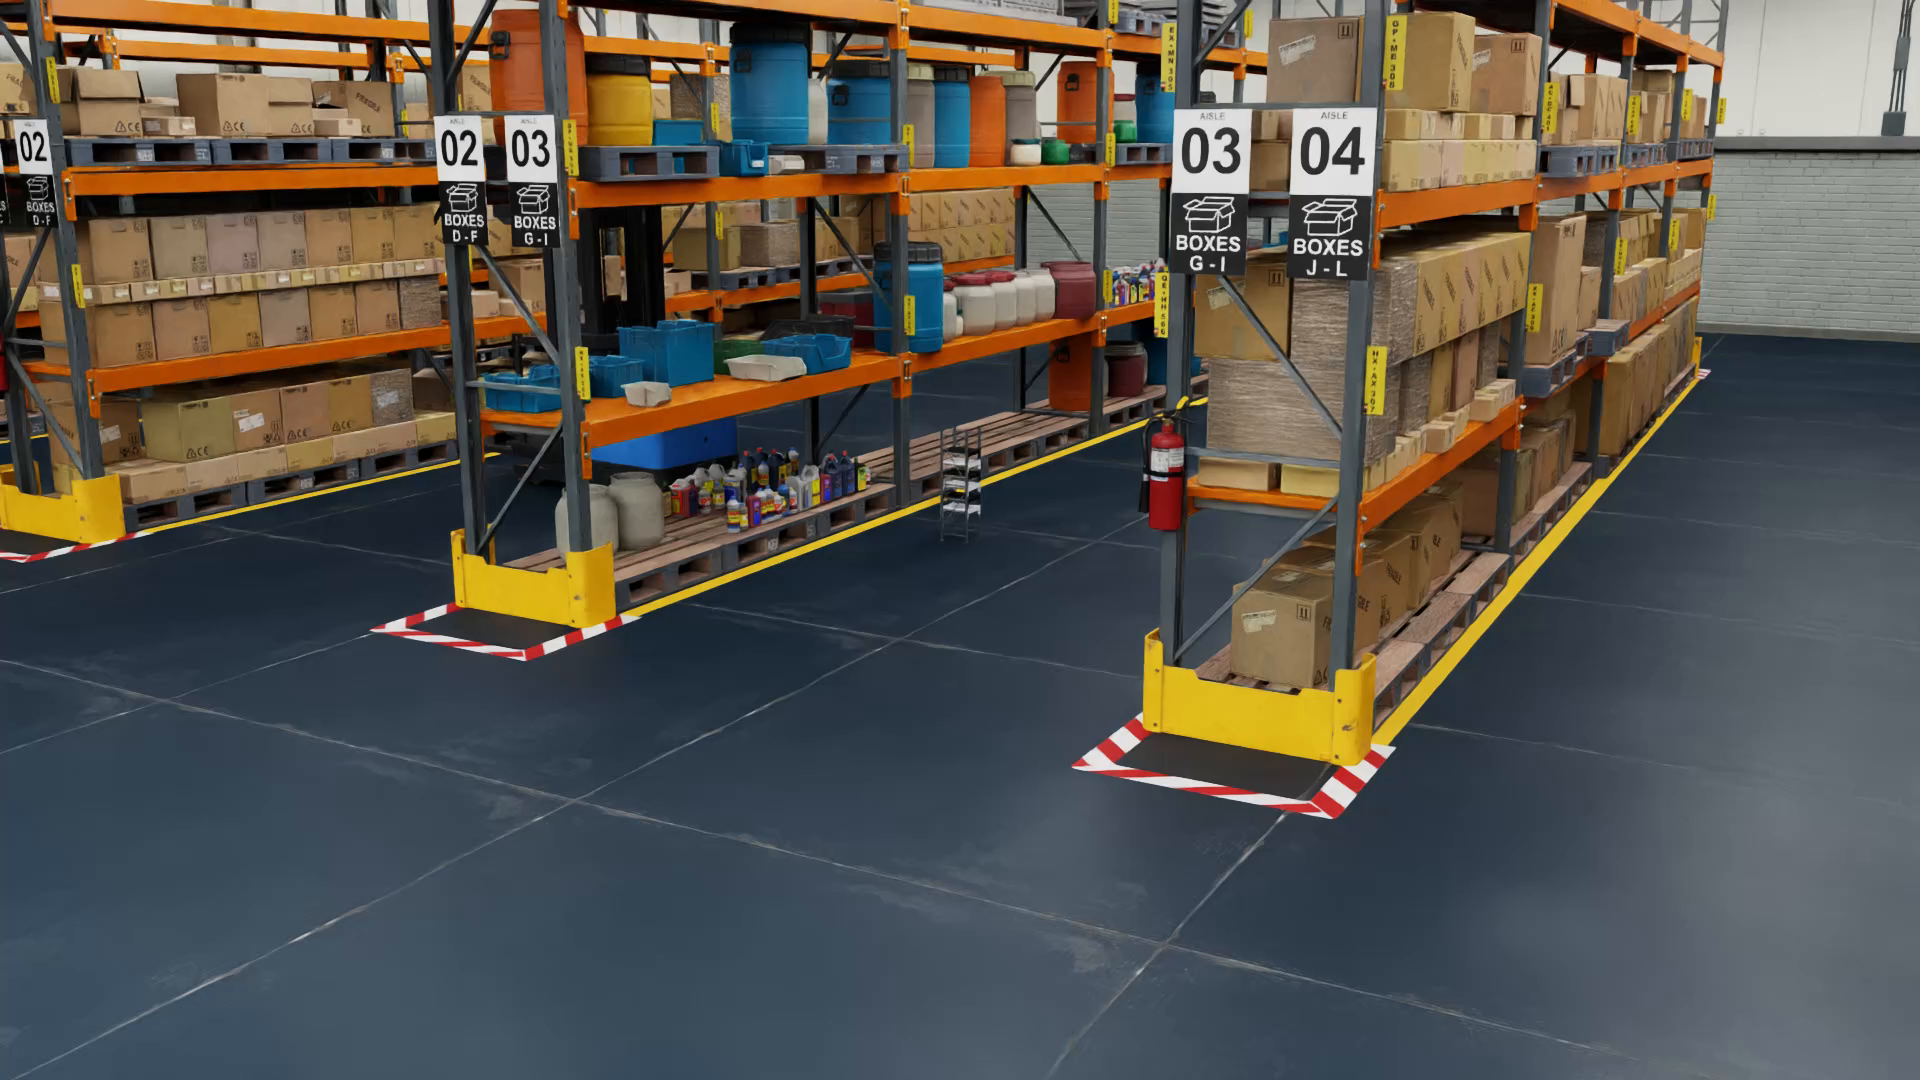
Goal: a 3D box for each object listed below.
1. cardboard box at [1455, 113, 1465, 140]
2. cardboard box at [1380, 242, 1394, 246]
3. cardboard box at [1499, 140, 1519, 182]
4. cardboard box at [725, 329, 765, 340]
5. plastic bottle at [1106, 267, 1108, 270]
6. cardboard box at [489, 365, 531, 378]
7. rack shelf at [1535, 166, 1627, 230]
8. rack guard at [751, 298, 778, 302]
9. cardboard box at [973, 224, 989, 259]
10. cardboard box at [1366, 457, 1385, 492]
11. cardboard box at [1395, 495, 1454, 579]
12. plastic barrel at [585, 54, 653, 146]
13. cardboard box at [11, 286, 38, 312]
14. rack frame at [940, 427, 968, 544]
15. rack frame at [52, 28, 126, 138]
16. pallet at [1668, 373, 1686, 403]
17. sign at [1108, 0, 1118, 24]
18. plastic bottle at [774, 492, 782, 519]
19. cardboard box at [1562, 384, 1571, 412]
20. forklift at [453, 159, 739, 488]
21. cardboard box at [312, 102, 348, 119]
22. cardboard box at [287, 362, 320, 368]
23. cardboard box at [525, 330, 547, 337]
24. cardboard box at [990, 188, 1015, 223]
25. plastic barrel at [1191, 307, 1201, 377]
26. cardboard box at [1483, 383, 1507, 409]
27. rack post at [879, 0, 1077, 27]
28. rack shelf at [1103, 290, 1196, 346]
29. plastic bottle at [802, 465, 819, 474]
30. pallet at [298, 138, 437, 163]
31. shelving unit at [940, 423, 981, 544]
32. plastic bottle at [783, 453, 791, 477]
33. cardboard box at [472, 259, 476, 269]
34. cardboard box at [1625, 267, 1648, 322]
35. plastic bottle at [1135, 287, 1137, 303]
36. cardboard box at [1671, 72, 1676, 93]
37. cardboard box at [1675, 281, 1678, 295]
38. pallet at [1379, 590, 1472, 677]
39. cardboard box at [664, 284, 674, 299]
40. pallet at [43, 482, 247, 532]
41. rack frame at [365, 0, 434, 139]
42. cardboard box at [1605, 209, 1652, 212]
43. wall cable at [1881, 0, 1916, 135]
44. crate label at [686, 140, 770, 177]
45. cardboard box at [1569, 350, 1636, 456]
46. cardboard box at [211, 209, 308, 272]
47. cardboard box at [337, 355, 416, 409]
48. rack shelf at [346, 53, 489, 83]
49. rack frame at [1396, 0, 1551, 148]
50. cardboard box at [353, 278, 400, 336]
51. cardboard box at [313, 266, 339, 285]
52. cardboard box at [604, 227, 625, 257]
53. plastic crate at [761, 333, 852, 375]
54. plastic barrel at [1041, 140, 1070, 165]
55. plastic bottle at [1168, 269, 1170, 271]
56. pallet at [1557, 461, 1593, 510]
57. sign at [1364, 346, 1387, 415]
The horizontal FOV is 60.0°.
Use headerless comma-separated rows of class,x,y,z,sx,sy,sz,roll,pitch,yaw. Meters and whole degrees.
cardboard box,2.698,-2.389,9.613,0.380,0.149,0.250,7,15,26
cardboard box,2.288,-1.532,10.008,0.500,0.500,0.500,7,15,28
cardboard box,3.189,-2.382,10.433,0.500,0.250,0.500,8,16,29
cardboard box,-2.575,-2.337,20.723,0.500,0.500,0.500,7,15,26
plastic bottle,1.682,-3.043,19.359,0.144,0.351,0.185,7,15,28
cardboard box,-4.563,-1.648,17.242,0.500,0.311,0.500,7,15,27
rack shelf,4.409,-2.745,13.152,1.077,0.370,4.000,7,15,28
rack guard,-3.753,-4.161,29.227,1.175,0.500,0.348,7,15,28
cardboard box,0.102,-4.528,25.202,0.500,0.500,0.500,8,15,28
cardboard box,1.993,-0.364,8.677,0.380,0.149,0.250,7,15,28
cardboard box,2.944,-0.019,11.149,0.500,0.500,0.500,-12,18,-41
plastic barrel,-2.387,-2.968,11.248,0.600,0.588,0.600,0,14,0
cardboard box,-10.007,-2.508,17.315,0.500,0.250,0.500,7,15,28
rack frame,-0.045,-0.418,12.848,0.240,0.900,0.006,7,15,28
rack frame,-9.566,-5.826,17.998,1.000,3.000,0.127,7,15,28
pallet,8.335,-1.910,20.505,1.003,0.211,1.213,7,15,28
sign,1.526,-5.306,16.531,0.100,0.325,0.005,7,15,28
plastic bottle,-1.416,-0.268,12.775,0.097,0.201,0.097,0,14,0
cardboard box,5.079,-1.269,14.691,0.500,0.250,0.500,8,16,30
forklift,-3.478,-2.021,15.163,3.031,2.935,1.130,10,17,35
cardboard box,-5.963,-3.852,15.205,0.500,0.311,0.500,6,15,25
cardboard box,-8.501,-2.377,20.889,0.700,0.500,0.500,7,15,28
cardboard box,-6.326,-3.379,24.340,0.750,0.750,0.750,8,16,30
cardboard box,0.599,-5.223,25.951,0.500,0.500,0.500,7,15,28
plastic barrel,2.696,-2.503,20.595,0.600,0.901,0.708,7,15,28
cardboard box,3.467,-0.976,11.218,0.380,0.149,0.250,7,15,28
rack post,-0.016,-5.214,15.035,1.013,1.000,3.121,7,15,28
rack shelf,2.007,-2.668,19.236,1.077,0.370,4.000,7,15,28
plastic bottle,-1.187,-0.484,13.514,0.152,0.276,0.135,7,15,28
pallet,-5.617,-3.586,15.297,1.003,0.211,1.213,7,15,28
shelving unit,0.004,-0.439,12.935,0.258,0.900,0.210,7,15,28
plastic bottle,-1.470,-0.583,13.909,0.061,0.283,0.133,7,15,28
cardboard box,-6.924,-3.820,22.972,0.380,0.149,0.250,7,15,27
cardboard box,6.585,-2.478,16.698,0.500,0.500,0.500,7,15,28
plastic bottle,1.901,-2.706,18.282,0.097,0.201,0.097,0,14,0
cardboard box,8.258,-5.399,19.703,0.500,0.250,0.500,7,15,26
cardboard box,8.124,-2.930,19.323,0.380,0.149,0.250,7,15,27
pallet,2.560,0.523,10.414,1.003,0.211,1.213,7,15,28
cardboard box,-3.487,-2.832,18.915,0.380,0.149,0.250,7,15,28
pallet,-6.828,-0.334,13.970,1.003,0.211,1.213,7,15,28
rack frame,-5.227,-5.265,15.673,1.000,3.000,0.127,7,15,28
cardboard box,8.288,-3.846,20.674,0.500,0.500,0.500,7,15,27
wall cable,14.994,-8.938,24.042,2.277,5.999,0.120,7,15,28
crate label,-1.633,-2.699,11.745,0.502,0.251,0.408,7,15,28
cardboard box,5.728,-1.357,15.899,1.225,0.875,0.875,7,15,25
cardboard box,-6.164,-2.627,14.551,0.700,0.500,0.500,7,15,28
cardboard box,-5.726,-1.521,16.314,0.500,0.500,0.500,7,15,28
rack shelf,-6.665,-6.513,23.235,1.077,0.370,4.000,7,15,28
rack frame,3.443,-4.142,11.014,1.000,3.000,0.127,7,15,28
cardboard box,-5.686,-2.197,15.532,0.700,0.500,0.500,7,15,27
cardboard box,-5.787,-2.372,14.877,0.380,0.149,0.250,8,16,30
cardboard box,-5.422,-4.806,25.928,0.980,0.700,0.700,8,16,29
plastic crate,-1.190,-1.457,12.993,0.499,0.251,0.616,7,15,28
plastic barrel,0.966,-3.934,16.882,0.294,0.245,0.294,0,14,0
plastic bottle,2.463,-3.052,19.569,0.097,0.271,0.097,0,14,0
pallet,4.997,-0.531,14.784,1.003,0.211,1.213,7,15,28
sign,1.984,-0.764,7.957,0.100,0.325,0.005,7,15,28
